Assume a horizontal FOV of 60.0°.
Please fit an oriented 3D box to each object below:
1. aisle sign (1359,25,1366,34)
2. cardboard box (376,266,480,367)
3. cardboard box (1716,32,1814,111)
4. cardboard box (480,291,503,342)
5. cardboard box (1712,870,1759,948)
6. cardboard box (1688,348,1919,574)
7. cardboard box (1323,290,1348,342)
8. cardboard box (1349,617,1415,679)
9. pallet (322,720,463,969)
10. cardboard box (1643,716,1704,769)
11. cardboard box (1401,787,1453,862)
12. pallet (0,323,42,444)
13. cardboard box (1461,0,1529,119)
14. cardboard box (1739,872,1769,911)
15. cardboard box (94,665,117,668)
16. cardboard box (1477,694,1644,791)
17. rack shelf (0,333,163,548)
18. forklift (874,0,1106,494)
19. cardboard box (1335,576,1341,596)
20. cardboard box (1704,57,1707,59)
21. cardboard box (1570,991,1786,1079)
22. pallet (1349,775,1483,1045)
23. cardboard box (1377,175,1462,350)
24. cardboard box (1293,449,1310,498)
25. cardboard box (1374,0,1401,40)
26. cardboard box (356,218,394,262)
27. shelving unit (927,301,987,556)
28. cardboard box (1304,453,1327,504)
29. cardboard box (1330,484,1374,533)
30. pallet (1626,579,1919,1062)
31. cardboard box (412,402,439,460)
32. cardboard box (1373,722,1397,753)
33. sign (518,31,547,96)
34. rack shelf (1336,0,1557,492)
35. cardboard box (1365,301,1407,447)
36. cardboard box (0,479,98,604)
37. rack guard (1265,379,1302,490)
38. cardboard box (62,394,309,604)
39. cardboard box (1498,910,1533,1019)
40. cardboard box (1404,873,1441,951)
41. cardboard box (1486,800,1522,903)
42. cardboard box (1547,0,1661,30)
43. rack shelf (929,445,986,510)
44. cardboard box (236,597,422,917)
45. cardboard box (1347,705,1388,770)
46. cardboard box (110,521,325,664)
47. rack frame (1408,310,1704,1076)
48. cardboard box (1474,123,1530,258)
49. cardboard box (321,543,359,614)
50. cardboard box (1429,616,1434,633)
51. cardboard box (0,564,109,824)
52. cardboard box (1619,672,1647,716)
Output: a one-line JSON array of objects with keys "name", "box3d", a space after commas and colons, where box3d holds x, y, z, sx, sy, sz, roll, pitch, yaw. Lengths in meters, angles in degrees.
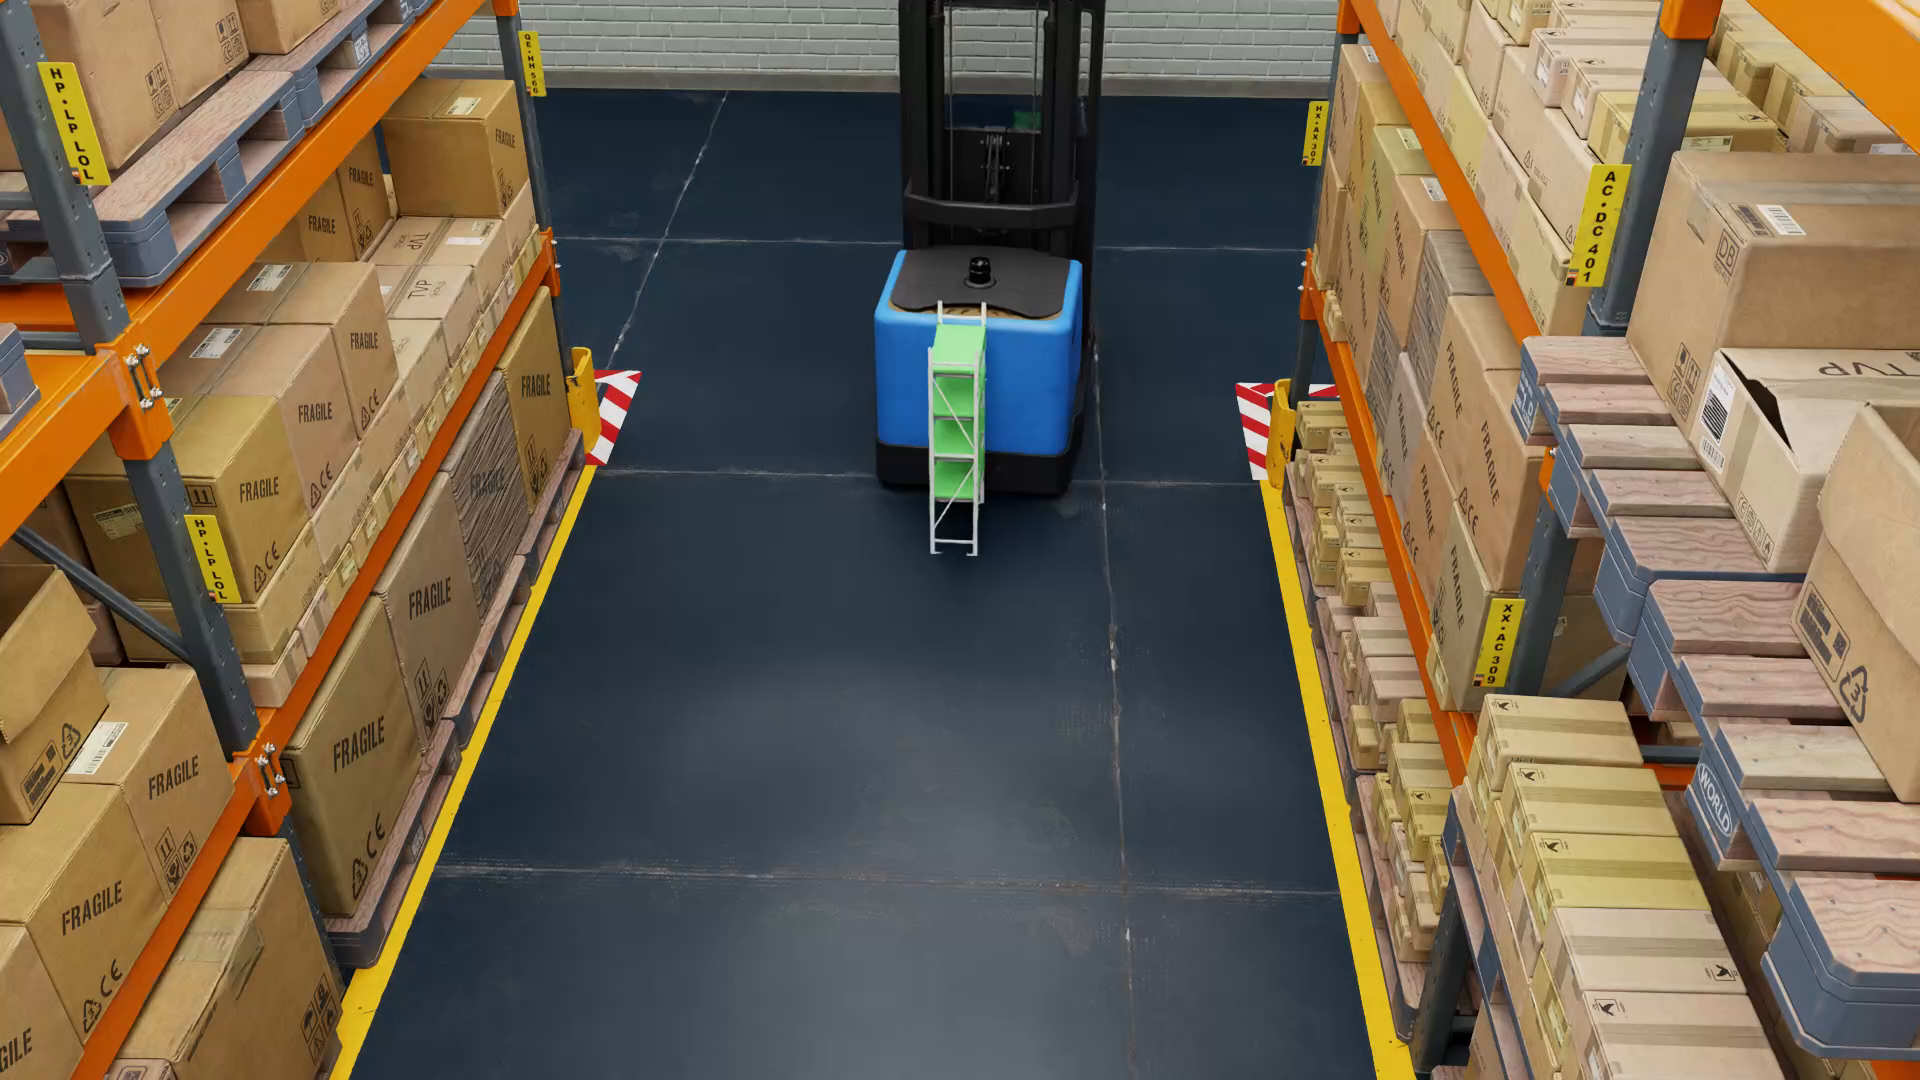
[{"name": "aisle sign", "box3d": [1.996, -2.743, 7.729, 0.394, 0.787, 0.004, 1, 35, 2]}, {"name": "cardboard box", "box3d": [-2.454, -0.995, 7.375, 0.500, 0.250, 0.500, 0, 35, 0]}, {"name": "cardboard box", "box3d": [2.384, -1.329, 4.718, 0.380, 0.149, 0.250, 1, 35, 1]}, {"name": "cardboard box", "box3d": [-2.375, -1.051, 7.800, 0.380, 0.149, 0.250, 2, 35, 3]}, {"name": "cardboard box", "box3d": [2.305, 0.980, 4.545, 0.380, 0.149, 0.250, 2, 35, 2]}, {"name": "cardboard box", "box3d": [1.887, -0.194, 3.467, 0.500, 0.311, 0.500, 1, 35, 1]}, {"name": "cardboard box", "box3d": [1.920, -1.049, 7.798, 0.380, 0.149, 0.250, 0, 35, 1]}, {"name": "cardboard box", "box3d": [1.866, 0.457, 7.033, 0.380, 0.149, 0.250, 0, 35, 0]}, {"name": "pallet", "box3d": [-2.711, 1.201, 6.804, 1.003, 0.211, 1.213, 1, 35, 2]}, {"name": "cardboard box", "box3d": [2.471, 0.615, 5.430, 0.380, 0.149, 0.250, 3, 35, 4]}, {"name": "cardboard box", "box3d": [1.857, 1.060, 6.175, 0.380, 0.149, 0.250, 2, 35, 2]}, {"name": "pallet", "box3d": [-2.807, -0.126, 3.824, 0.805, 0.209, 1.217, 0, 35, 0]}, {"name": "cardboard box", "box3d": [1.946, -1.572, 5.411, 0.500, 0.250, 0.500, 3, 35, 4]}, {"name": "cardboard box", "box3d": [2.304, 0.861, 4.456, 0.380, 0.149, 0.250, 2, 35, 2]}, {"name": "cardboard box", "box3d": [-3.134, 0.415, 5.715, 0.380, 0.149, 0.250, 2, 35, 2]}, {"name": "cardboard box", "box3d": [1.657, 0.571, 4.611, 0.380, 0.149, 0.250, 3, 35, 4]}, {"name": "rack shelf", "box3d": [-2.900, 0.711, 3.092, 1.077, 0.370, 4.000, 1, 35, 2]}, {"name": "forklift", "box3d": [0.251, -2.280, 9.391, 1.130, 2.935, 3.031, 4, 35, 6]}, {"name": "cardboard box", "box3d": [1.986, 0.246, 7.852, 0.380, 0.149, 0.250, 1, 35, 2]}, {"name": "cardboard box", "box3d": [2.416, -1.260, 4.967, 0.500, 0.250, 0.500, 1, 35, 2]}, {"name": "cardboard box", "box3d": [1.617, 1.169, 3.760, 0.380, 0.149, 0.250, 1, 35, 1]}, {"name": "pallet", "box3d": [2.124, 1.422, 6.489, 1.003, 0.211, 1.213, 1, 35, 2]}, {"name": "cardboard box", "box3d": [1.936, -1.069, 6.393, 0.500, 0.500, 0.500, 0, 35, 0]}, {"name": "cardboard box", "box3d": [1.952, -0.342, 8.688, 0.380, 0.149, 0.250, 2, 35, 3]}, {"name": "cardboard box", "box3d": [1.994, -2.242, 6.799, 0.500, 0.250, 0.500, 2, 35, 3]}, {"name": "cardboard box", "box3d": [-2.962, -1.295, 7.802, 0.500, 0.250, 0.500, 1, 35, 1]}, {"name": "shelving unit", "box3d": [-0.011, -0.556, 8.443, 0.258, 1.200, 0.503, 3, 35, 4]}, {"name": "cardboard box", "box3d": [1.948, -0.307, 8.379, 0.380, 0.149, 0.250, 1, 35, 2]}, {"name": "cardboard box", "box3d": [1.976, -0.139, 7.881, 0.380, 0.149, 0.250, 0, 35, 0]}, {"name": "pallet", "box3d": [1.963, 0.465, 2.980, 1.213, 0.211, 1.003, 1, 35, 2]}, {"name": "cardboard box", "box3d": [-2.414, -0.460, 6.960, 0.380, 0.149, 0.250, 0, 35, 1]}, {"name": "cardboard box", "box3d": [1.918, 0.753, 6.871, 0.380, 0.149, 0.250, 2, 35, 3]}, {"name": "sign", "box3d": [-2.117, -2.353, 8.223, 0.100, 0.325, 0.005, 1, 35, 2]}, {"name": "rack shelf", "box3d": [2.213, -1.415, 6.117, 1.077, 0.370, 4.000, 1, 35, 2]}, {"name": "cardboard box", "box3d": [1.956, -0.660, 6.680, 0.500, 0.500, 0.500, 0, 35, 1]}, {"name": "cardboard box", "box3d": [-3.068, -0.143, 5.509, 0.500, 0.500, 0.500, 2, 35, 3]}, {"name": "rack guard", "box3d": [2.290, -0.564, 9.064, 1.175, 0.500, 0.348, 1, 35, 2]}, {"name": "cardboard box", "box3d": [-2.545, -0.142, 5.508, 0.500, 0.500, 0.500, 1, 35, 2]}, {"name": "cardboard box", "box3d": [1.638, 1.117, 4.351, 0.380, 0.149, 0.250, 2, 35, 2]}, {"name": "cardboard box", "box3d": [1.828, 1.352, 6.019, 0.380, 0.149, 0.250, 2, 35, 3]}, {"name": "cardboard box", "box3d": [1.649, 0.841, 4.484, 0.380, 0.149, 0.250, 1, 35, 1]}, {"name": "cardboard box", "box3d": [1.969, -1.494, 4.953, 0.380, 0.149, 0.250, 3, 35, 4]}, {"name": "rack shelf", "box3d": [-0.011, -0.307, 8.618, 0.258, 0.148, 0.480, 3, 35, 4]}, {"name": "cardboard box", "box3d": [-2.713, 0.815, 6.410, 0.875, 0.875, 0.875, 1, 35, 2]}, {"name": "cardboard box", "box3d": [1.849, 0.834, 7.014, 0.380, 0.149, 0.250, 1, 35, 2]}, {"name": "cardboard box", "box3d": [-2.539, 0.171, 5.716, 0.500, 0.250, 0.500, 1, 35, 1]}, {"name": "rack frame", "box3d": [2.133, 0.667, 5.137, 1.000, 3.000, 0.127, 1, 35, 2]}, {"name": "cardboard box", "box3d": [1.914, -1.073, 5.136, 0.500, 0.250, 0.500, 1, 35, 2]}, {"name": "cardboard box", "box3d": [-2.455, 0.133, 6.116, 0.380, 0.149, 0.250, 2, 35, 3]}, {"name": "cardboard box", "box3d": [1.882, 0.298, 5.881, 0.380, 0.149, 0.250, 3, 35, 4]}, {"name": "cardboard box", "box3d": [-2.837, 0.411, 4.543, 0.797, 0.503, 0.637, 0, 35, 1]}, {"name": "cardboard box", "box3d": [2.404, 0.226, 5.420, 0.500, 0.500, 0.500, 1, 35, 1]}]
